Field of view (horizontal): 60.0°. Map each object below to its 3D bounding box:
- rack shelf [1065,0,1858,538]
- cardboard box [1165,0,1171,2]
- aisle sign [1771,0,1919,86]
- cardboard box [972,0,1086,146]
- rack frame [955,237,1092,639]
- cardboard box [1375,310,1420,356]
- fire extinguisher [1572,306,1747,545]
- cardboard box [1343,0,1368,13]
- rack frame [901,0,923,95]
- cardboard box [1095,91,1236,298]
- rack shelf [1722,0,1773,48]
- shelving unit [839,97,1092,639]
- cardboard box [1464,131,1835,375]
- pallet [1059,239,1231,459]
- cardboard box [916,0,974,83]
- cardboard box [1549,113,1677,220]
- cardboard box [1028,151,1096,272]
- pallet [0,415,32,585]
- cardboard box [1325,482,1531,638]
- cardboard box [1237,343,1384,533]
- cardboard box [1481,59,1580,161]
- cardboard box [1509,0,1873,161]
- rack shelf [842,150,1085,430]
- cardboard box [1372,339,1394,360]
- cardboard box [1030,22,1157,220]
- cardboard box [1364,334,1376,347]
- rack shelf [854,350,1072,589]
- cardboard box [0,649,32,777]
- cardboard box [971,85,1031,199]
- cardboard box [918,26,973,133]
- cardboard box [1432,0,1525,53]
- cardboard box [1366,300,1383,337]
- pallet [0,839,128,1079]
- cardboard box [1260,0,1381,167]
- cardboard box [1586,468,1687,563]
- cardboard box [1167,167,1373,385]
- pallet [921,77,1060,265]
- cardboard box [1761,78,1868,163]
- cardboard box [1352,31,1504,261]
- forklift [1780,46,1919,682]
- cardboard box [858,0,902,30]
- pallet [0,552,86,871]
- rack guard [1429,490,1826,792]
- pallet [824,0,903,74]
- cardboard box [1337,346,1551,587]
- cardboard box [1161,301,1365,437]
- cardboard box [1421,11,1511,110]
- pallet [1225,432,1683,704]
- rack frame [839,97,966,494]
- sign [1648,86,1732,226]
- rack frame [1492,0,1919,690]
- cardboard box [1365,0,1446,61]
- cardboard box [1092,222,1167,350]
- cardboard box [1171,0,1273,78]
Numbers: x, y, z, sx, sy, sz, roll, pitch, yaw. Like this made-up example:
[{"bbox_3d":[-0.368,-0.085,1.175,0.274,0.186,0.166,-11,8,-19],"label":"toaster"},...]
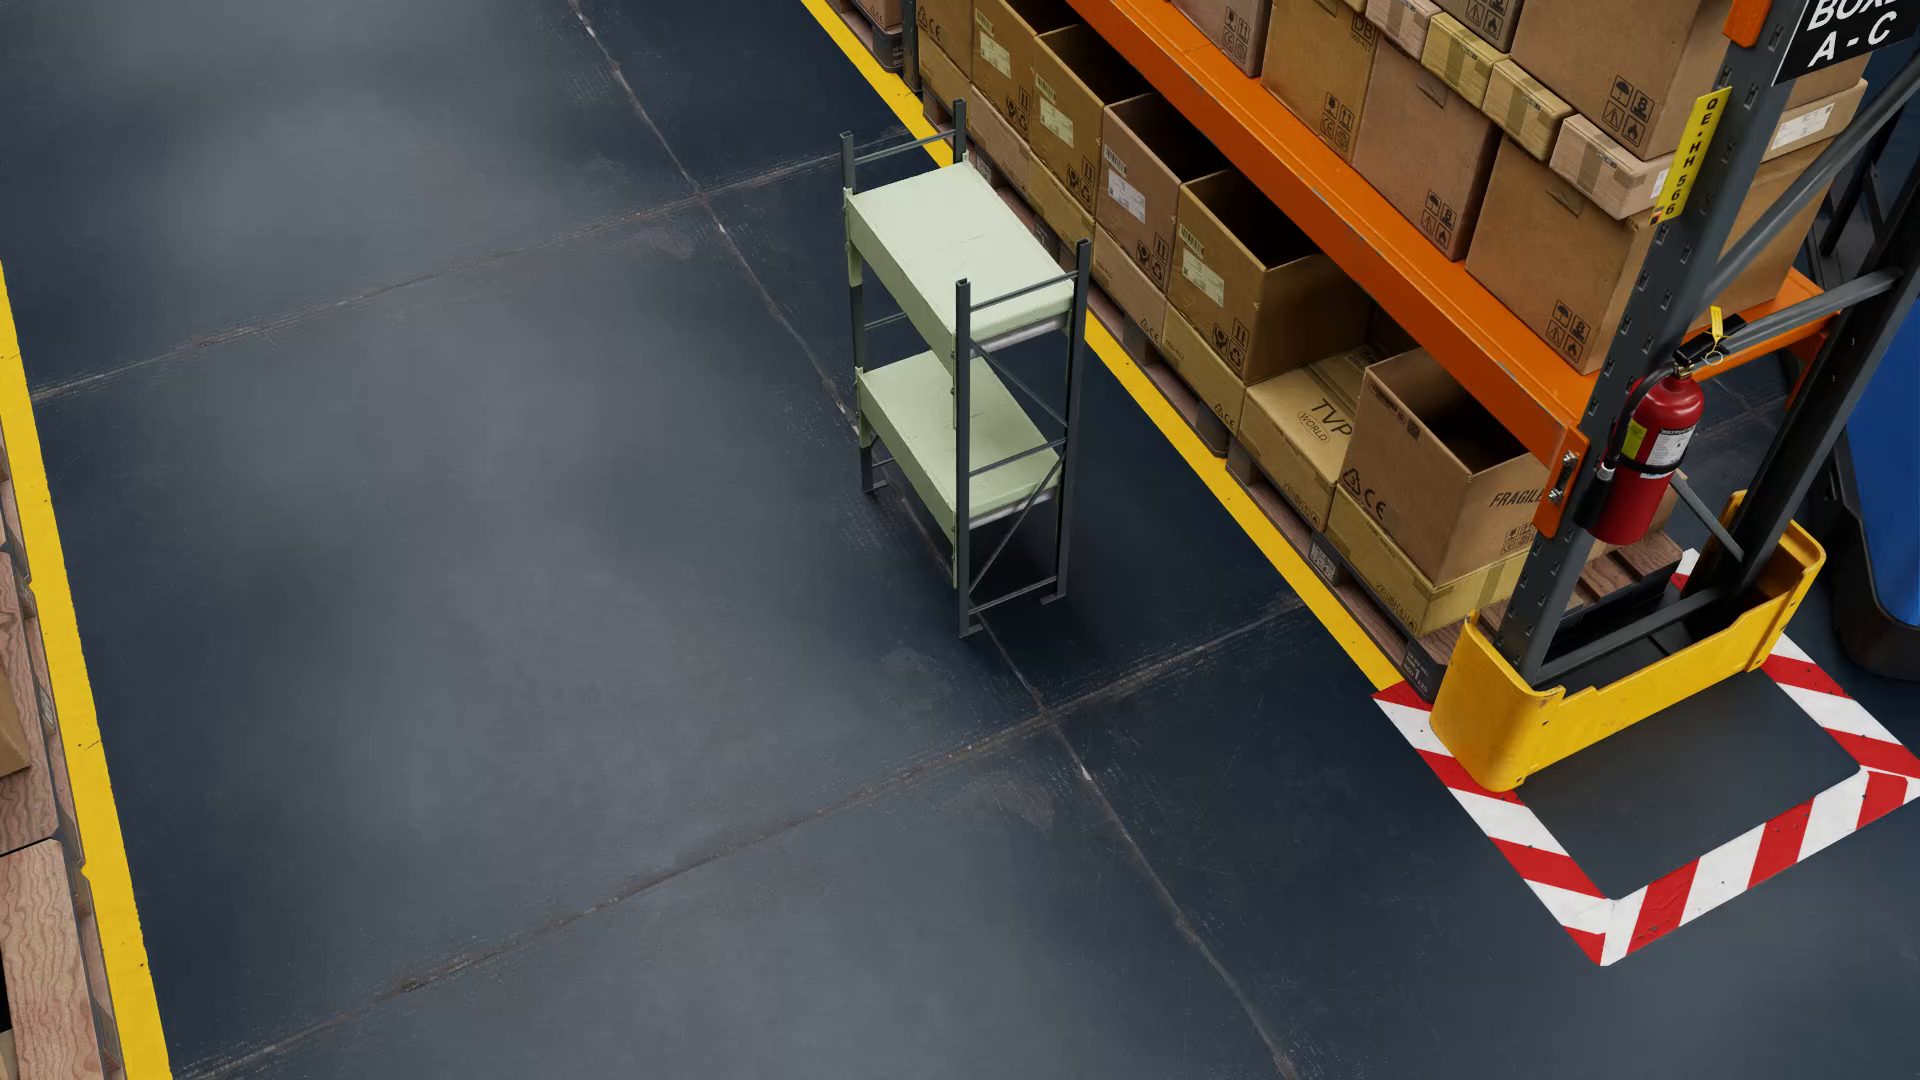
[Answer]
[{"bbox_3d":[1.129,-1.634,5.664,1.077,0.370,4.000,-21,52,-18],"label":"rack shelf"},{"bbox_3d":[0.895,-2.259,5.667,0.700,0.500,0.500,-20,52,-17],"label":"cardboard box"},{"bbox_3d":[1.813,-1.243,3.117,0.394,0.787,0.004,-21,52,-18],"label":"aisle sign"},{"bbox_3d":[0.383,-1.939,6.503,0.500,0.500,0.500,-21,52,-18],"label":"cardboard box"},{"bbox_3d":[0.171,-0.244,4.967,0.400,1.500,0.023,-21,52,-18],"label":"rack frame"},{"bbox_3d":[1.766,-0.782,5.490,0.500,0.500,0.500,-21,52,-18],"label":"cardboard box"},{"bbox_3d":[1.685,-0.268,4.043,0.296,0.674,0.183,-21,52,-18],"label":"fire extinguisher"},{"bbox_3d":[1.228,-1.659,4.711,0.380,0.149,0.250,-20,52,-16],"label":"cardboard box"},{"bbox_3d":[0.213,-3.209,6.564,1.000,3.000,0.127,-21,52,-18],"label":"rack frame"},{"bbox_3d":[0.836,-1.268,5.916,0.500,0.500,0.500,-21,52,-18],"label":"cardboard box"},{"bbox_3d":[1.129,-2.621,4.535,1.077,0.370,4.000,-21,52,-18],"label":"rack shelf"},{"bbox_3d":[0.003,-0.489,5.182,0.431,1.500,0.755,-21,52,-18],"label":"shelving unit"},{"bbox_3d":[1.842,-0.882,4.462,0.700,0.500,0.500,-21,52,-18],"label":"cardboard box"},{"bbox_3d":[1.102,-0.927,6.420,1.003,0.211,1.213,-21,52,-18],"label":"pallet"},{"bbox_3d":[0.147,-2.271,6.793,0.500,0.500,0.500,-21,52,-18],"label":"cardboard box"},{"bbox_3d":[1.700,-0.969,4.107,0.380,0.149,0.250,-22,52,-18],"label":"cardboard box"},{"bbox_3d":[0.605,-1.355,6.490,0.500,0.250,0.500,-21,52,-18],"label":"cardboard box"},{"bbox_3d":[-3.851,-0.145,5.737,1.003,0.211,1.213,-21,52,-18],"label":"pallet"},{"bbox_3d":[1.536,-0.022,5.324,0.500,0.250,0.500,-21,52,-18],"label":"cardboard box"},{"bbox_3d":[1.296,-0.353,5.614,0.500,0.250,0.500,-21,52,-18],"label":"cardboard box"},{"bbox_3d":[1.579,-1.143,4.260,0.380,0.149,0.250,-20,52,-17],"label":"cardboard box"},{"bbox_3d":[1.817,-1.344,4.005,0.700,0.500,0.500,-21,52,-17],"label":"cardboard box"},{"bbox_3d":[0.003,-0.746,4.888,0.431,0.370,0.720,-21,52,-18],"label":"rack shelf"},{"bbox_3d":[1.764,-0.534,5.772,0.500,0.250,0.500,-21,52,-18],"label":"cardboard box"},{"bbox_3d":[0.605,-1.602,6.208,0.500,0.500,0.500,-21,52,-18],"label":"cardboard box"},{"bbox_3d":[1.536,-0.869,6.065,0.500,0.250,0.500,-21,52,-18],"label":"cardboard box"},{"bbox_3d":[0.003,-0.275,5.427,0.431,0.370,0.720,-21,52,-18],"label":"rack shelf"},{"bbox_3d":[-3.148,0.471,4.714,0.700,0.500,0.500,-24,53,-20],"label":"cardboard box"},{"bbox_3d":[0.380,-1.691,6.784,0.500,0.250,0.500,-21,52,-18],"label":"cardboard box"},{"bbox_3d":[0.156,-2.027,7.078,0.500,0.250,0.500,-21,52,-18],"label":"cardboard box"},{"bbox_3d":[1.572,-1.695,4.311,0.700,0.500,0.500,-22,53,-18],"label":"cardboard box"},{"bbox_3d":[1.525,-1.112,5.779,0.500,0.500,0.500,-21,52,-18],"label":"cardboard box"},{"bbox_3d":[-2.734,1.488,4.308,1.003,0.211,1.213,-21,52,-18],"label":"pallet"},{"bbox_3d":[1.375,-1.566,5.060,0.700,0.500,0.500,-21,52,-17],"label":"cardboard box"},{"bbox_3d":[1.996,-0.201,5.480,0.500,0.250,0.500,-21,52,-18],"label":"cardboard box"},{"bbox_3d":[1.063,-0.933,5.623,0.500,0.500,0.500,-21,52,-18],"label":"cardboard box"},{"bbox_3d":[0.540,-1.745,7.136,1.003,0.211,1.213,-21,52,-18],"label":"pallet"},{"bbox_3d":[2.056,-1.115,4.235,0.380,0.149,0.250,-22,52,-18],"label":"cardboard box"},{"bbox_3d":[1.597,-1.232,4.768,0.700,0.500,0.500,-20,52,-17],"label":"cardboard box"},{"bbox_3d":[3.658,-1.534,5.144,1.130,2.935,3.031,9,49,8],"label":"forklift"},{"bbox_3d":[-0.234,-2.620,7.596,0.500,0.250,0.500,-22,52,-18],"label":"cardboard box"},{"bbox_3d":[-3.288,0.672,5.022,1.003,0.211,1.213,-21,52,-18],"label":"pallet"},{"bbox_3d":[2.055,0.307,5.149,1.175,0.500,0.348,-21,52,-18],"label":"rack guard"},{"bbox_3d":[-0.158,-2.771,8.033,1.003,0.211,1.213,-21,52,-18],"label":"pallet"},{"bbox_3d":[1.534,-0.268,5.042,0.500,0.500,0.500,-21,52,-18],"label":"cardboard box"},{"bbox_3d":[1.066,-0.687,5.906,0.500,0.250,0.500,-21,52,-18],"label":"cardboard box"},{"bbox_3d":[1.461,-1.314,4.410,0.380,0.149,0.250,-22,52,-18],"label":"cardboard box"},{"bbox_3d":[1.657,-0.112,5.707,1.003,0.211,1.213,-21,52,-18],"label":"pallet"},{"bbox_3d":[-0.164,-0.734,5.396,0.400,1.500,0.023,-21,52,-18],"label":"rack frame"},{"bbox_3d":[1.555,-0.814,3.542,0.100,0.325,0.005,-21,52,-18],"label":"sign"},{"bbox_3d":[2.044,-0.532,4.223,1.000,3.000,0.127,-21,52,-18],"label":"rack frame"},{"bbox_3d":[1.348,-1.484,4.557,0.380,0.149,0.250,-21,52,-17],"label":"cardboard box"},{"bbox_3d":[0.839,-1.022,6.199,0.500,0.250,0.500,-21,52,-18],"label":"cardboard box"},{"bbox_3d":[1.131,-1.917,5.368,0.700,0.500,0.500,-20,52,-16],"label":"cardboard box"}]
